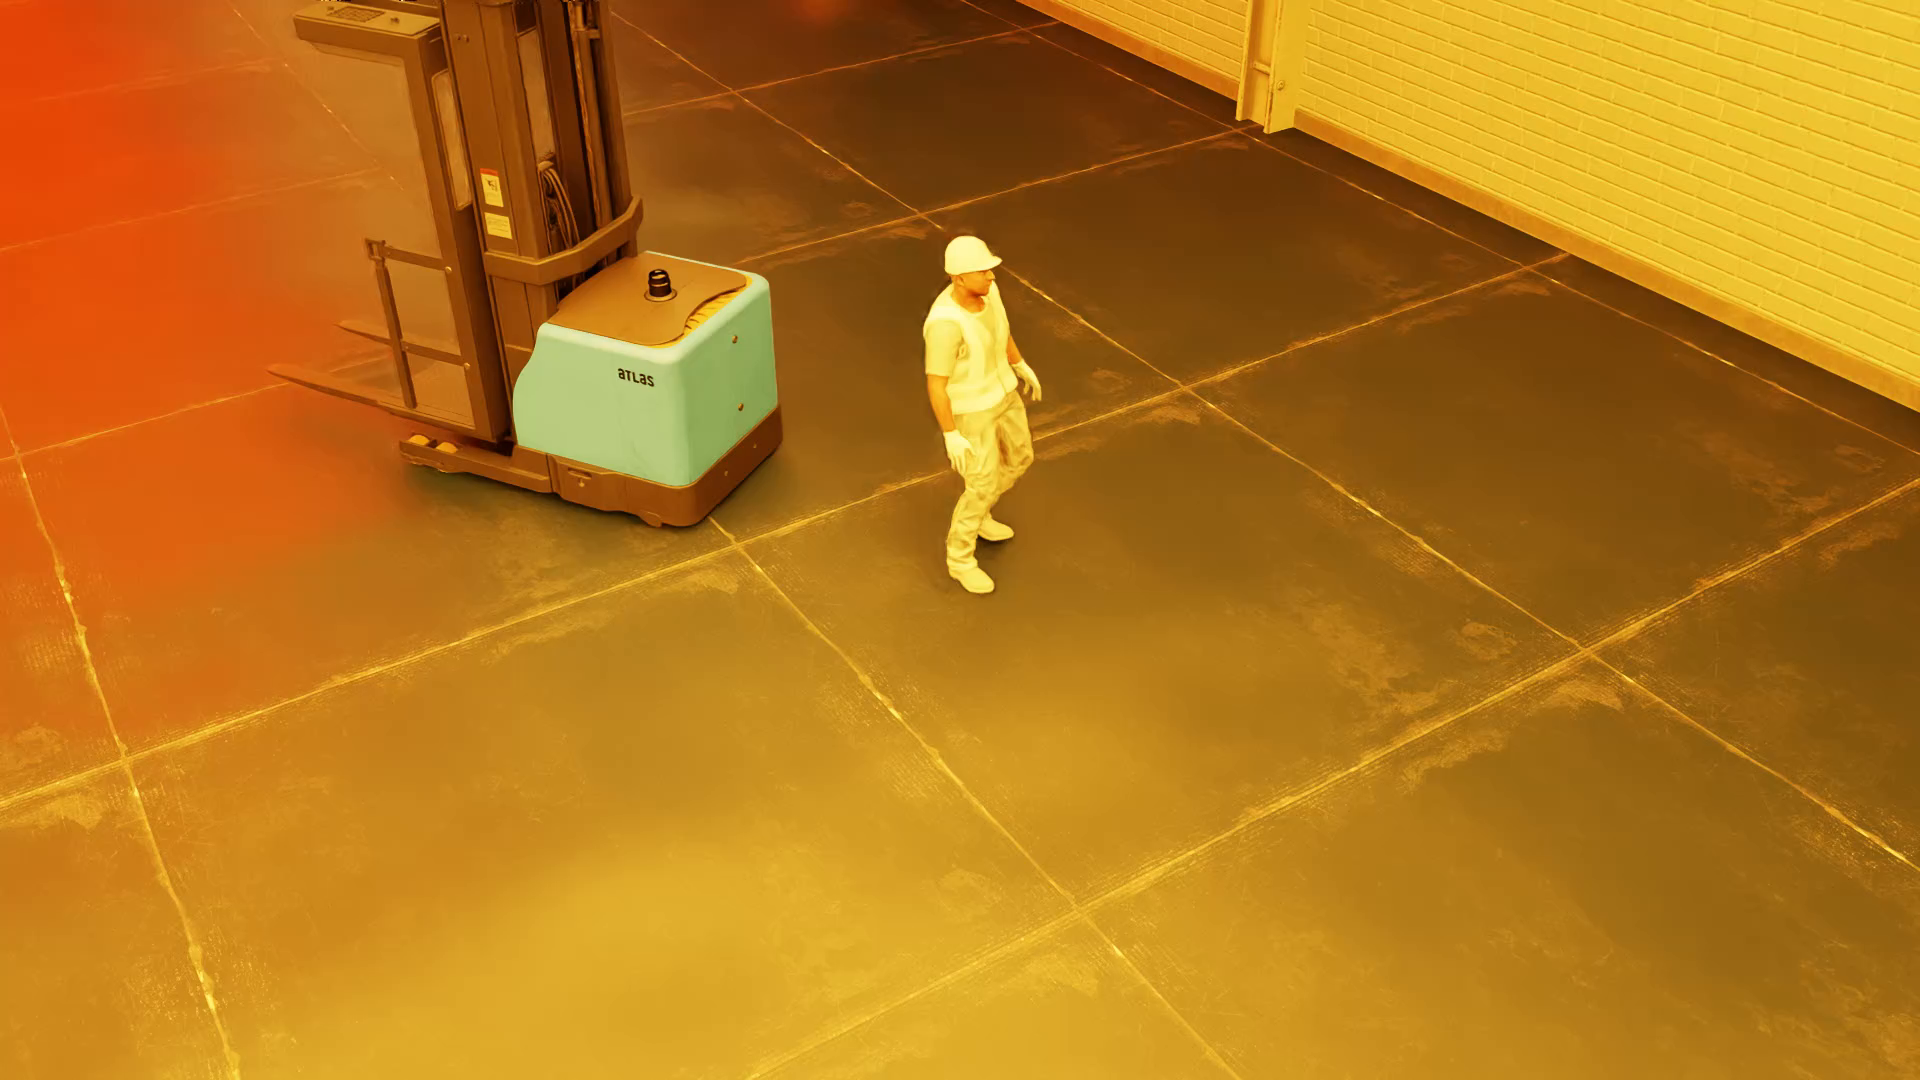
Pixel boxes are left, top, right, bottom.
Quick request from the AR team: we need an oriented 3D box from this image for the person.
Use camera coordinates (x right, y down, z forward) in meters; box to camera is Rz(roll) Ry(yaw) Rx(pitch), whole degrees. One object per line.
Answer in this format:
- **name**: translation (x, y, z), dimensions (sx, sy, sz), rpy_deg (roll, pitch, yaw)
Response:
- **person**: translation (0.102, -0.659, 8.141), dimensions (0.523, 1.727, 0.773), rpy_deg (19, 39, 25)

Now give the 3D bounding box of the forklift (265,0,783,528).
- **forklift**: translation (-2.557, -1.829, 8.750), dimensions (3.031, 2.935, 1.130), rpy_deg (15, 38, 20)
